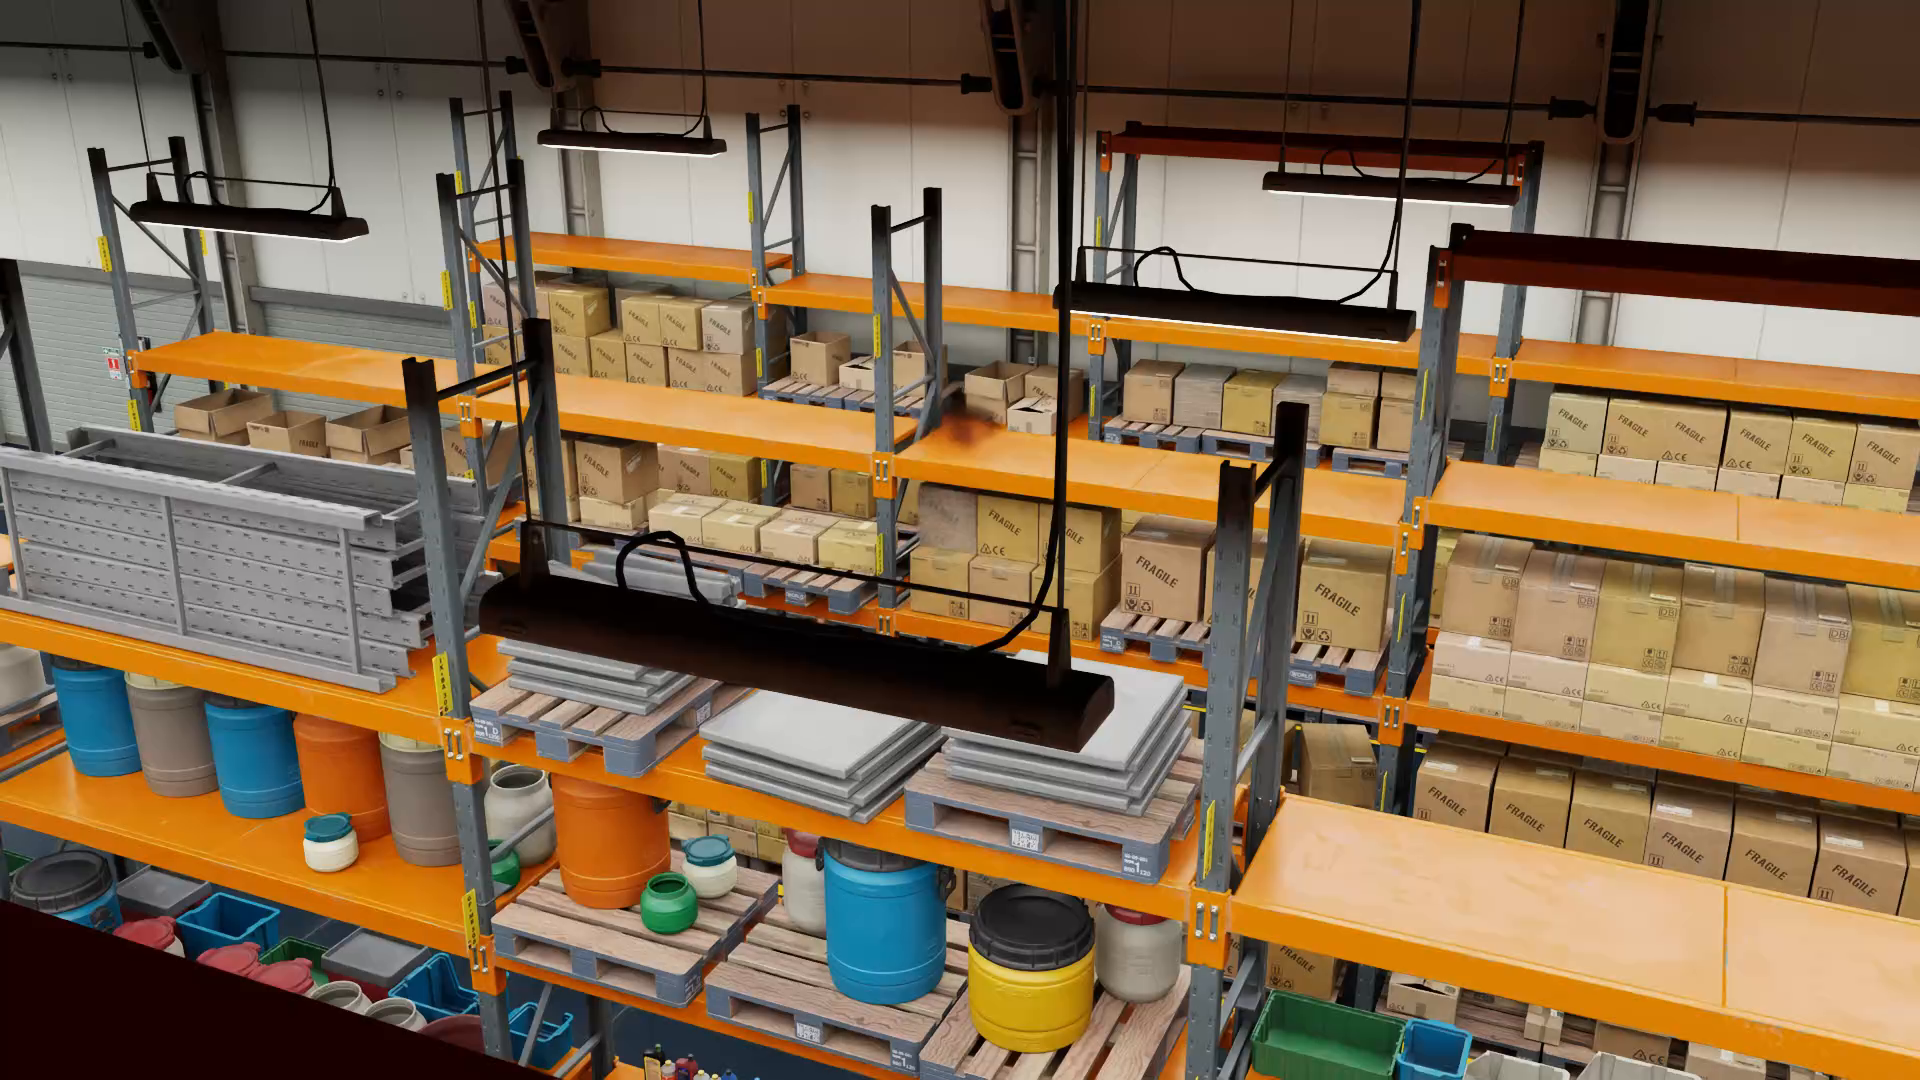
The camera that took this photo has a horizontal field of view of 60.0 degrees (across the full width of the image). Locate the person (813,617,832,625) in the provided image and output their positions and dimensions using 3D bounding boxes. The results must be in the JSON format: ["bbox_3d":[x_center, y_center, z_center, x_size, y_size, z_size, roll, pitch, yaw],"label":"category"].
[{"bbox_3d":[-1.301,1.504,16.413,0.444,1.572,0.412,-13,24,-30],"label":"person"}]
